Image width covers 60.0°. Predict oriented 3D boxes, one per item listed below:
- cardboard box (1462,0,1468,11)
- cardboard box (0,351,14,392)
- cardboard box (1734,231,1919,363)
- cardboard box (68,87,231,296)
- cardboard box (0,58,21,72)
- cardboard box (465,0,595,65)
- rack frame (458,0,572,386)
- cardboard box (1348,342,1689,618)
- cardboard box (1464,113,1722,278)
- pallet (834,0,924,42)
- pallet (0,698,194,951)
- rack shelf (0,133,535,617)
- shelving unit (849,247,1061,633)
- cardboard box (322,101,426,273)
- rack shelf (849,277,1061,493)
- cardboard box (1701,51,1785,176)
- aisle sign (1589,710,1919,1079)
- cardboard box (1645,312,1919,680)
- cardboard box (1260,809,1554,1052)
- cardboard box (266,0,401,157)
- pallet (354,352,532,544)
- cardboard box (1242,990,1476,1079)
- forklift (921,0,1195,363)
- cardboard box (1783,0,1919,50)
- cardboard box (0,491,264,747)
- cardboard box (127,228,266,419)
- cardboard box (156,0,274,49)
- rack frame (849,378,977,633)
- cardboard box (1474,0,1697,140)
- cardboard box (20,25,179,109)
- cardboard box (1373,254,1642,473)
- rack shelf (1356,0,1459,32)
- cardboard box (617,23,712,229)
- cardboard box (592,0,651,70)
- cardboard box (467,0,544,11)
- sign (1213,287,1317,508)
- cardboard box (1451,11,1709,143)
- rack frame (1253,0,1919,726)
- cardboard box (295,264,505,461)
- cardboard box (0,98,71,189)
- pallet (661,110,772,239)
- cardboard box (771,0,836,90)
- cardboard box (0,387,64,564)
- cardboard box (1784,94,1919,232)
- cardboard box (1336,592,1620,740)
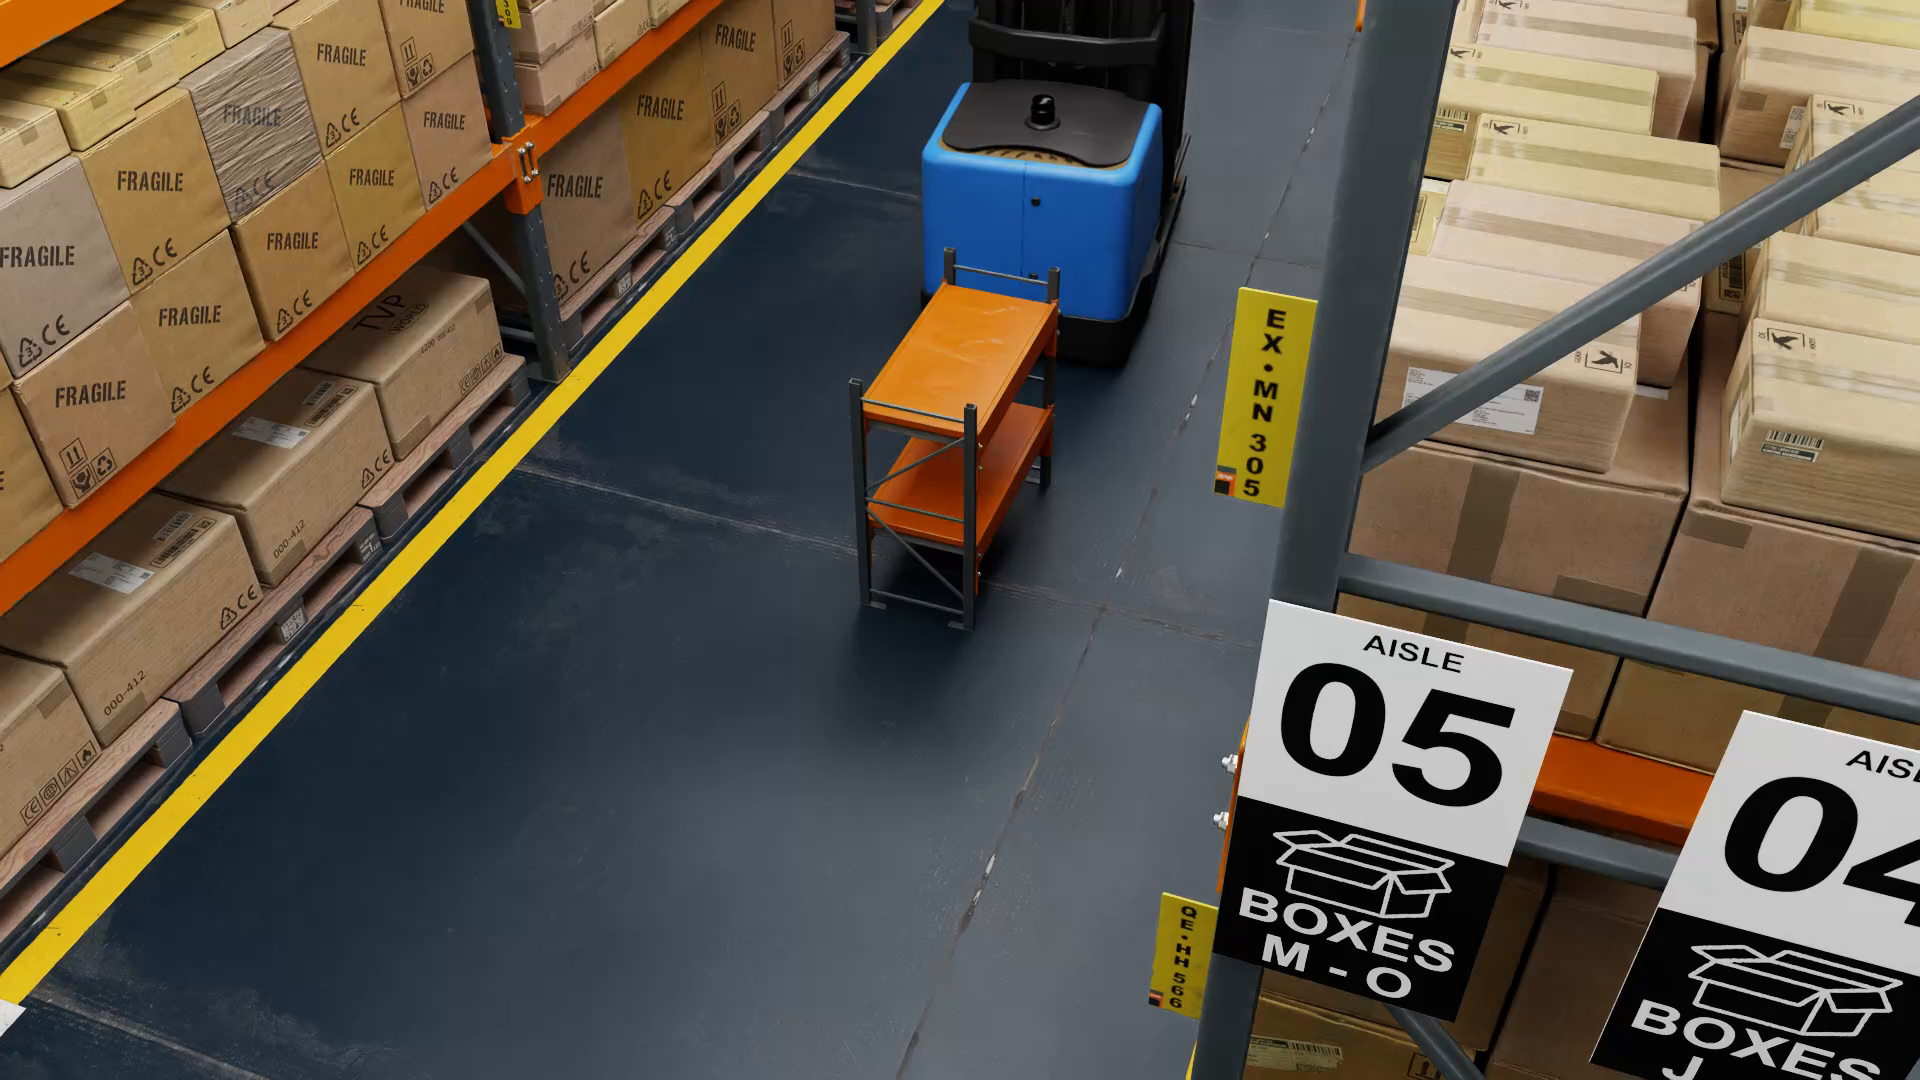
[{"bbox_3d":[1.526,-1.432,4.037,0.500,0.250,0.500,14,42,16],"label":"cardboard box"},{"bbox_3d":[-3.176,-0.567,4.756,0.500,0.500,0.500,12,42,14],"label":"cardboard box"},{"bbox_3d":[1.337,-0.290,2.390,0.380,0.149,0.250,15,43,17],"label":"cardboard box"},{"bbox_3d":[-2.838,-1.187,5.483,0.500,0.500,0.500,13,42,15],"label":"cardboard box"},{"bbox_3d":[-3.301,-1.647,5.523,0.380,0.149,0.250,13,42,15],"label":"cardboard box"},{"bbox_3d":[-1.995,-2.381,7.460,0.500,0.250,0.500,12,42,14],"label":"cardboard box"},{"bbox_3d":[-2.410,-2.042,7.332,1.000,3.000,0.127,13,42,15],"label":"rack frame"},{"bbox_3d":[0.827,-0.177,2.565,0.500,0.250,0.500,12,42,14],"label":"cardboard box"},{"bbox_3d":[1.009,-0.544,2.689,0.380,0.149,0.250,12,42,14],"label":"cardboard box"},{"bbox_3d":[-0.774,-3.897,11.655,1.003,0.211,1.213,13,42,15],"label":"pallet"},{"bbox_3d":[-3.578,0.954,5.970,1.003,0.211,1.213,13,42,15],"label":"pallet"},{"bbox_3d":[-3.094,-0.548,6.136,1.077,0.370,4.000,13,42,15],"label":"rack shelf"},{"bbox_3d":[-0.002,-0.424,6.880,0.538,1.125,1.048,13,42,15],"label":"shelving unit"},{"bbox_3d":[-2.499,-1.425,6.532,0.500,0.500,0.500,12,42,14],"label":"cardboard box"},{"bbox_3d":[-0.002,-0.646,6.690,0.538,0.278,1.000,13,42,15],"label":"rack shelf"},{"bbox_3d":[1.664,-0.674,3.148,0.500,0.250,0.500,14,42,16],"label":"cardboard box"},{"bbox_3d":[1.165,0.557,2.283,0.394,0.787,0.004,13,42,15],"label":"aisle sign"},{"bbox_3d":[1.306,-0.056,2.423,0.500,0.250,0.500,14,42,16],"label":"cardboard box"},{"bbox_3d":[0.831,0.569,3.195,0.500,0.500,0.500,12,42,14],"label":"cardboard box"},{"bbox_3d":[-2.493,-1.804,6.205,0.500,0.500,0.500,13,42,14],"label":"cardboard box"},{"bbox_3d":[-2.744,-0.535,7.714,1.003,0.211,1.213,13,42,15],"label":"pallet"},{"bbox_3d":[0.820,0.952,3.516,0.500,0.500,0.500,14,42,16],"label":"cardboard box"},{"bbox_3d":[0.667,-2.949,8.449,1.130,2.935,3.031,9,41,11],"label":"forklift"},{"bbox_3d":[1.750,-0.907,3.115,0.380,0.149,0.250,15,43,16],"label":"cardboard box"},{"bbox_3d":[-3.341,0.228,6.322,0.875,0.438,0.875,14,43,16],"label":"cardboard box"},{"bbox_3d":[-2.851,-0.799,5.799,0.500,0.500,0.500,15,43,17],"label":"cardboard box"},{"bbox_3d":[-2.625,-1.843,5.752,0.380,0.149,0.250,13,42,15],"label":"cardboard box"},{"bbox_3d":[-0.176,-0.114,6.517,0.500,1.125,0.032,13,42,15],"label":"rack frame"},{"bbox_3d":[1.141,-0.871,3.072,0.380,0.149,0.250,12,42,14],"label":"cardboard box"},{"bbox_3d":[-2.783,-1.530,5.385,0.380,0.149,0.250,13,42,15],"label":"cardboard box"},{"bbox_3d":[0.746,-0.259,2.355,0.380,0.149,0.250,13,42,15],"label":"cardboard box"},{"bbox_3d":[1.592,-1.792,2.974,1.077,0.370,4.000,13,42,15],"label":"rack shelf"},{"bbox_3d":[-1.972,-2.342,8.997,0.875,0.875,0.875,14,43,16],"label":"cardboard box"},{"bbox_3d":[-1.836,-2.511,7.997,0.500,0.250,0.500,12,42,14],"label":"cardboard box"},{"bbox_3d":[-1.990,-2.665,7.215,0.500,0.500,0.500,14,42,16],"label":"cardboard box"},{"bbox_3d":[0.393,-0.179,2.155,0.100,0.325,0.005,13,42,15],"label":"sign"},{"bbox_3d":[1.178,-0.801,3.297,0.500,0.250,0.500,14,42,16],"label":"cardboard box"},{"bbox_3d":[0.908,-0.847,1.310,1.000,3.000,0.127,13,42,15],"label":"rack frame"},{"bbox_3d":[-2.726,-0.868,7.607,0.875,0.438,0.875,13,42,14],"label":"cardboard box"},{"bbox_3d":[-2.939,-1.210,5.011,0.380,0.149,0.250,14,42,15],"label":"cardboard box"},{"bbox_3d":[-1.802,-2.215,9.684,1.003,0.211,1.213,13,42,15],"label":"pallet"},{"bbox_3d":[-1.357,-3.430,10.273,0.875,0.875,0.875,13,42,15],"label":"cardboard box"},{"bbox_3d":[-3.197,-0.184,5.078,0.500,0.500,0.500,13,42,14],"label":"cardboard box"},{"bbox_3d":[1.582,-0.587,2.739,0.380,0.149,0.250,14,42,16],"label":"cardboard box"},{"bbox_3d":[0.815,0.015,2.726,0.500,0.250,0.500,12,42,14],"label":"cardboard box"}]
